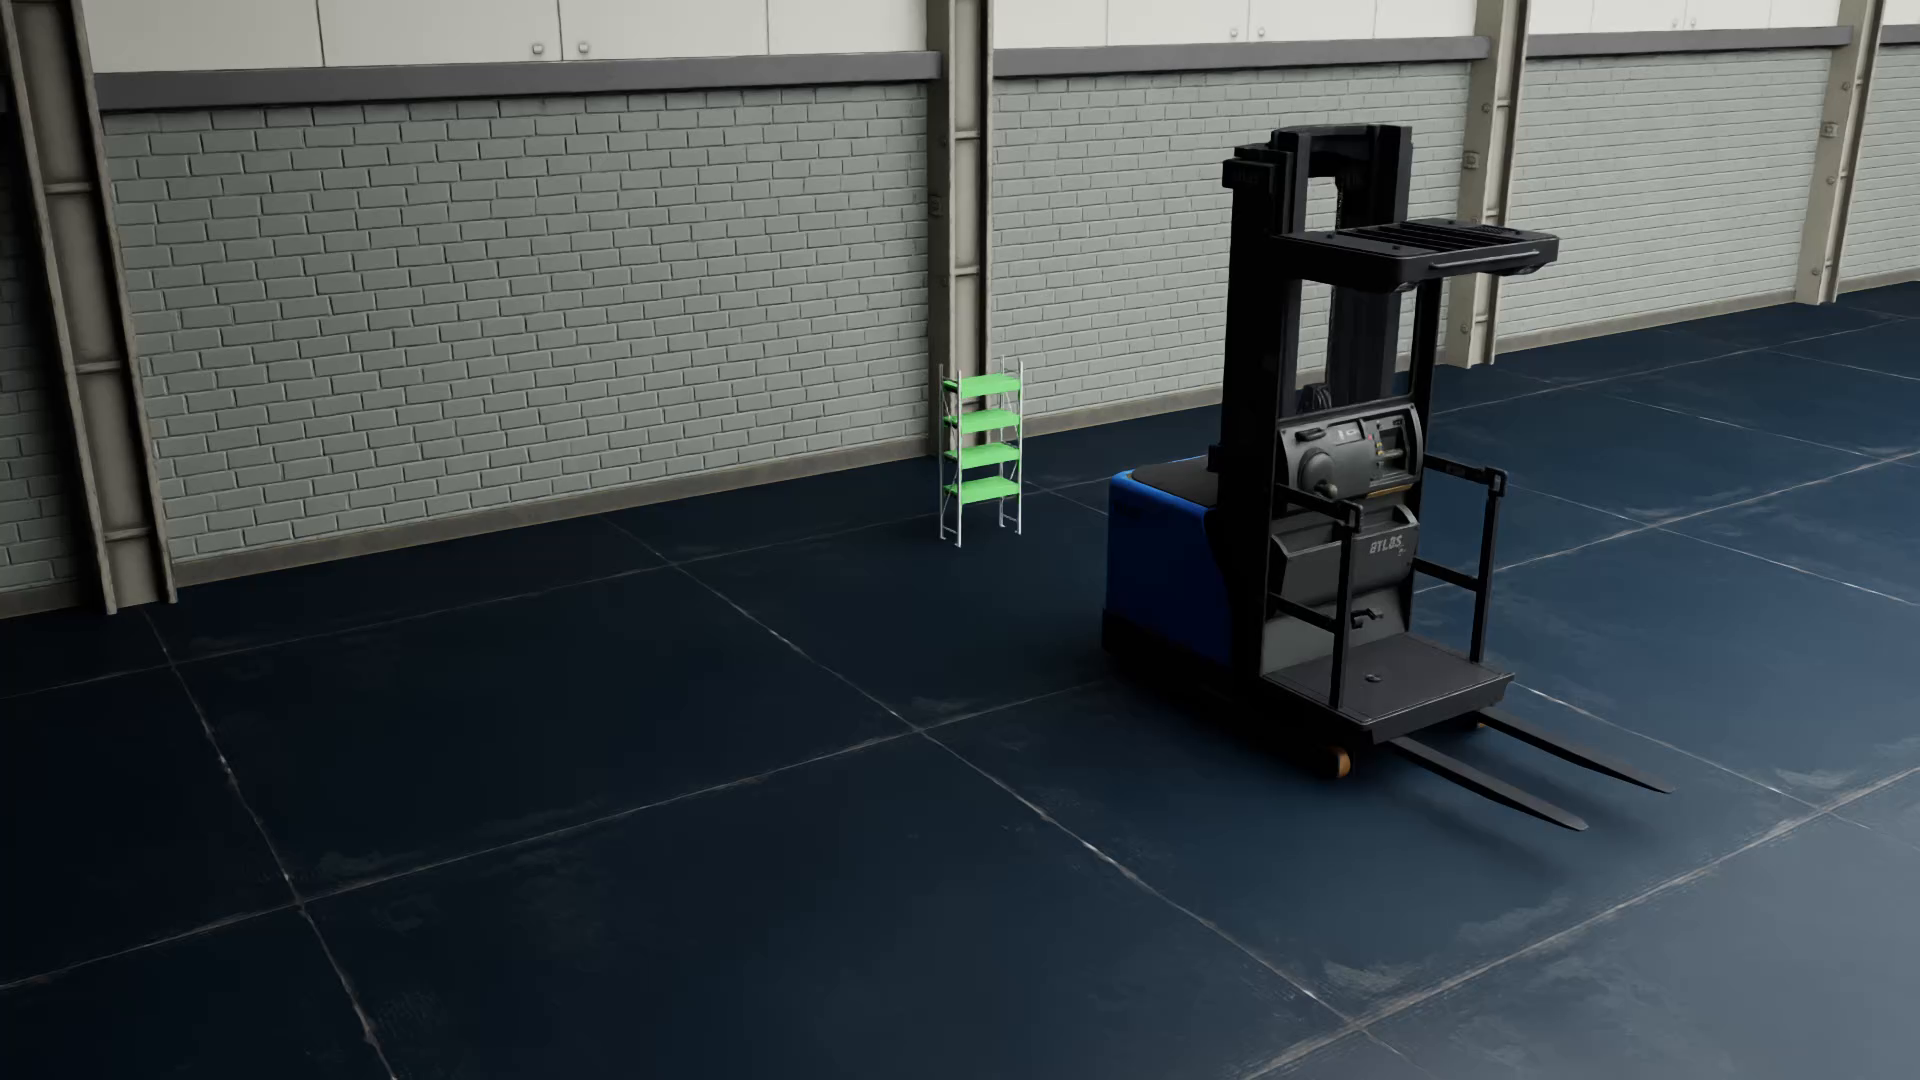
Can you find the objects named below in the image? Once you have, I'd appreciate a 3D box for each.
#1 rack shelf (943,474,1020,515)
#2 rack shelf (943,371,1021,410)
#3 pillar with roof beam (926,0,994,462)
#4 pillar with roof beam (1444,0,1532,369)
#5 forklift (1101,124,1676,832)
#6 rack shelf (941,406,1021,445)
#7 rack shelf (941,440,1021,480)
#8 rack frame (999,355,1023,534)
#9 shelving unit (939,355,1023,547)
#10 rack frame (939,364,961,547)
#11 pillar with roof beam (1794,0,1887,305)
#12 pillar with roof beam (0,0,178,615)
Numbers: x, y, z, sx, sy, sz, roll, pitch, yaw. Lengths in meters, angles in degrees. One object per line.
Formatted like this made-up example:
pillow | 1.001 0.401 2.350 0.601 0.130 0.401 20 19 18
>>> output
rack shelf | 0.138 -0.310 11.236 0.480 0.148 0.258 -12 22 -31
rack shelf | 0.138 -0.992 11.006 0.480 0.148 0.258 -12 22 -31
pillar with roof beam | 2.368 -3.796 8.423 0.400 9.000 9.100 -12 22 -31
pillar with roof beam | 7.379 -4.853 11.549 0.400 9.000 9.100 -12 22 -31
forklift | 2.026 -0.424 7.922 1.130 2.935 3.031 -12 22 -32
rack shelf | 0.138 -0.764 11.082 0.480 0.148 0.258 -12 22 -31
rack shelf | 0.138 -0.537 11.159 0.480 0.148 0.258 -12 22 -31
rack frame | 0.342 -0.641 11.266 0.015 1.200 0.240 -12 22 -31
shelving unit | 0.138 -0.598 11.139 0.503 1.200 0.258 -12 22 -31
rack frame | -0.066 -0.555 11.012 0.015 1.200 0.240 -12 22 -31
pillar with roof beam | 12.390 -5.910 14.675 0.400 9.000 9.100 -12 22 -31
pillar with roof beam | -2.643 -2.739 5.297 0.400 9.000 9.100 -12 22 -31
